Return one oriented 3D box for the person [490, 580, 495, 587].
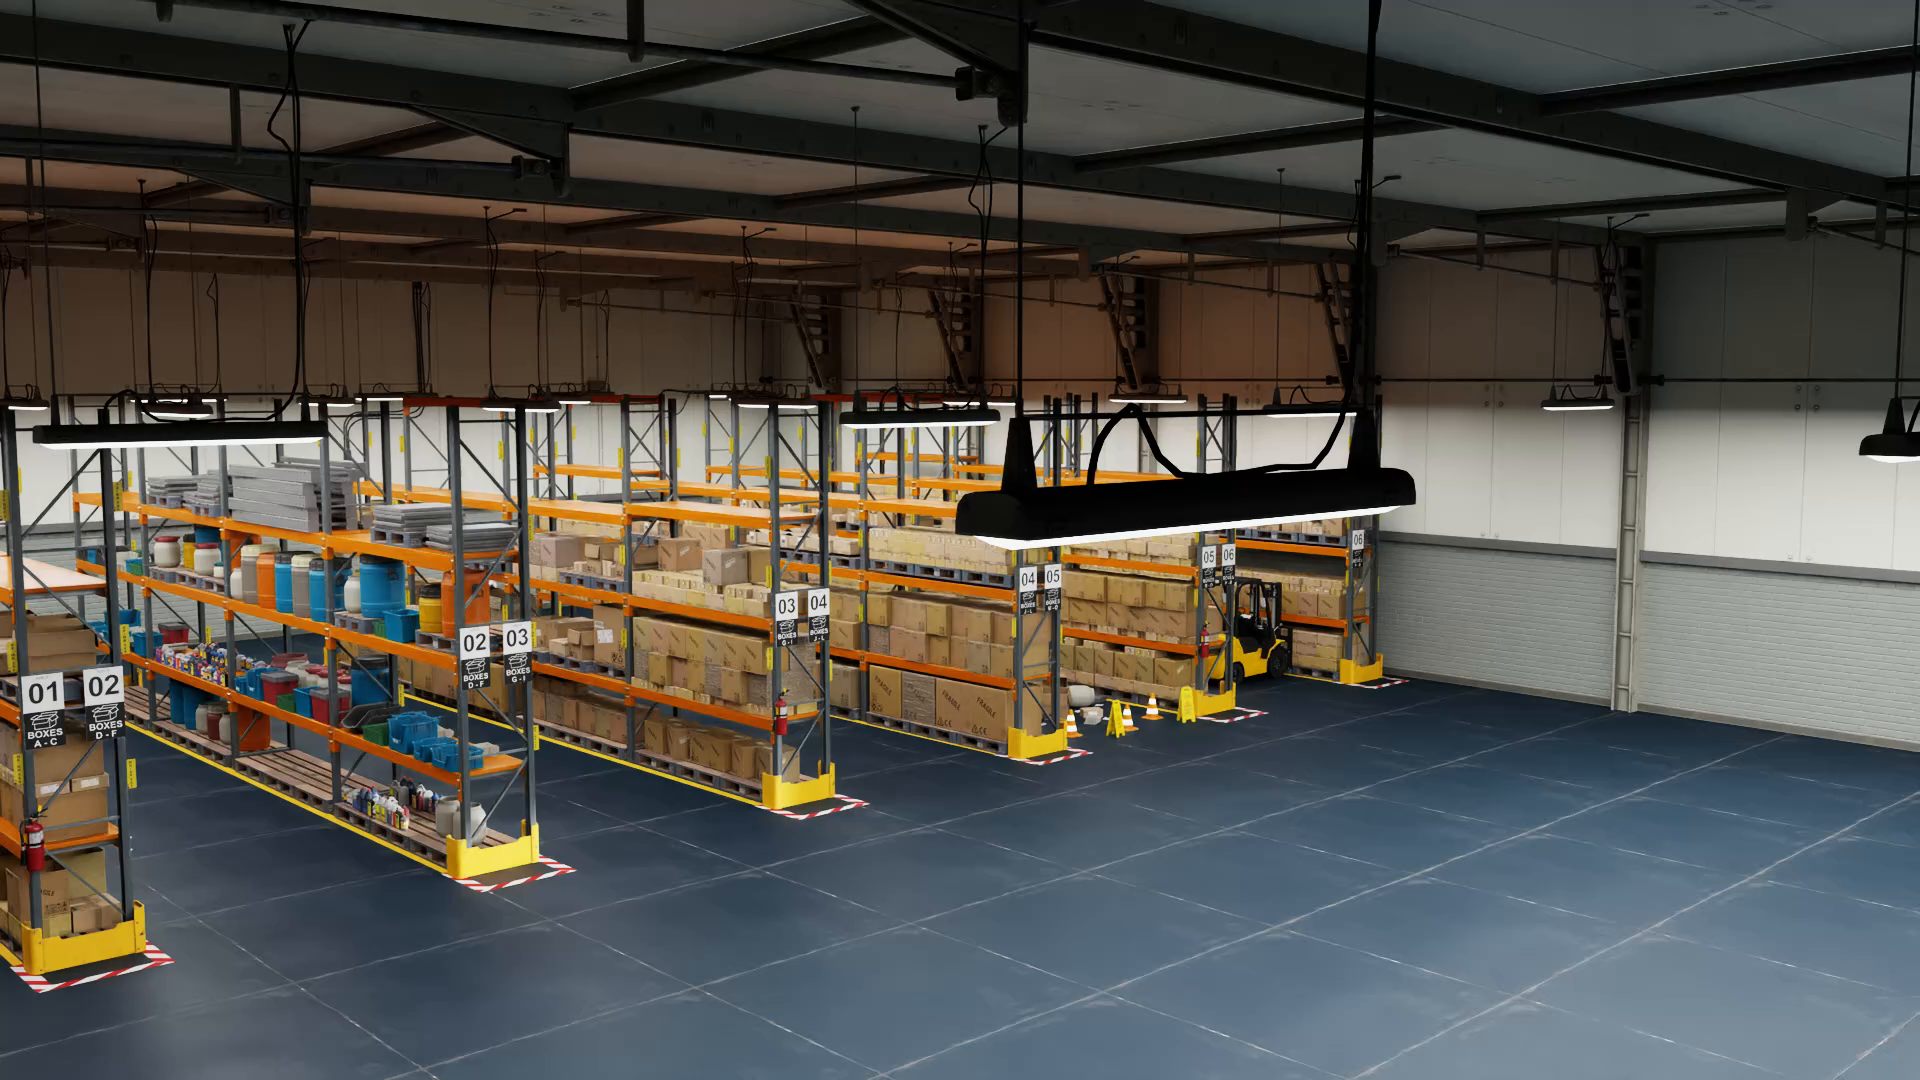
[{"bbox_3d":[-11.500,1.560,40.371,0.435,1.709,1.086,-1,6,-15],"label":"person"}]
